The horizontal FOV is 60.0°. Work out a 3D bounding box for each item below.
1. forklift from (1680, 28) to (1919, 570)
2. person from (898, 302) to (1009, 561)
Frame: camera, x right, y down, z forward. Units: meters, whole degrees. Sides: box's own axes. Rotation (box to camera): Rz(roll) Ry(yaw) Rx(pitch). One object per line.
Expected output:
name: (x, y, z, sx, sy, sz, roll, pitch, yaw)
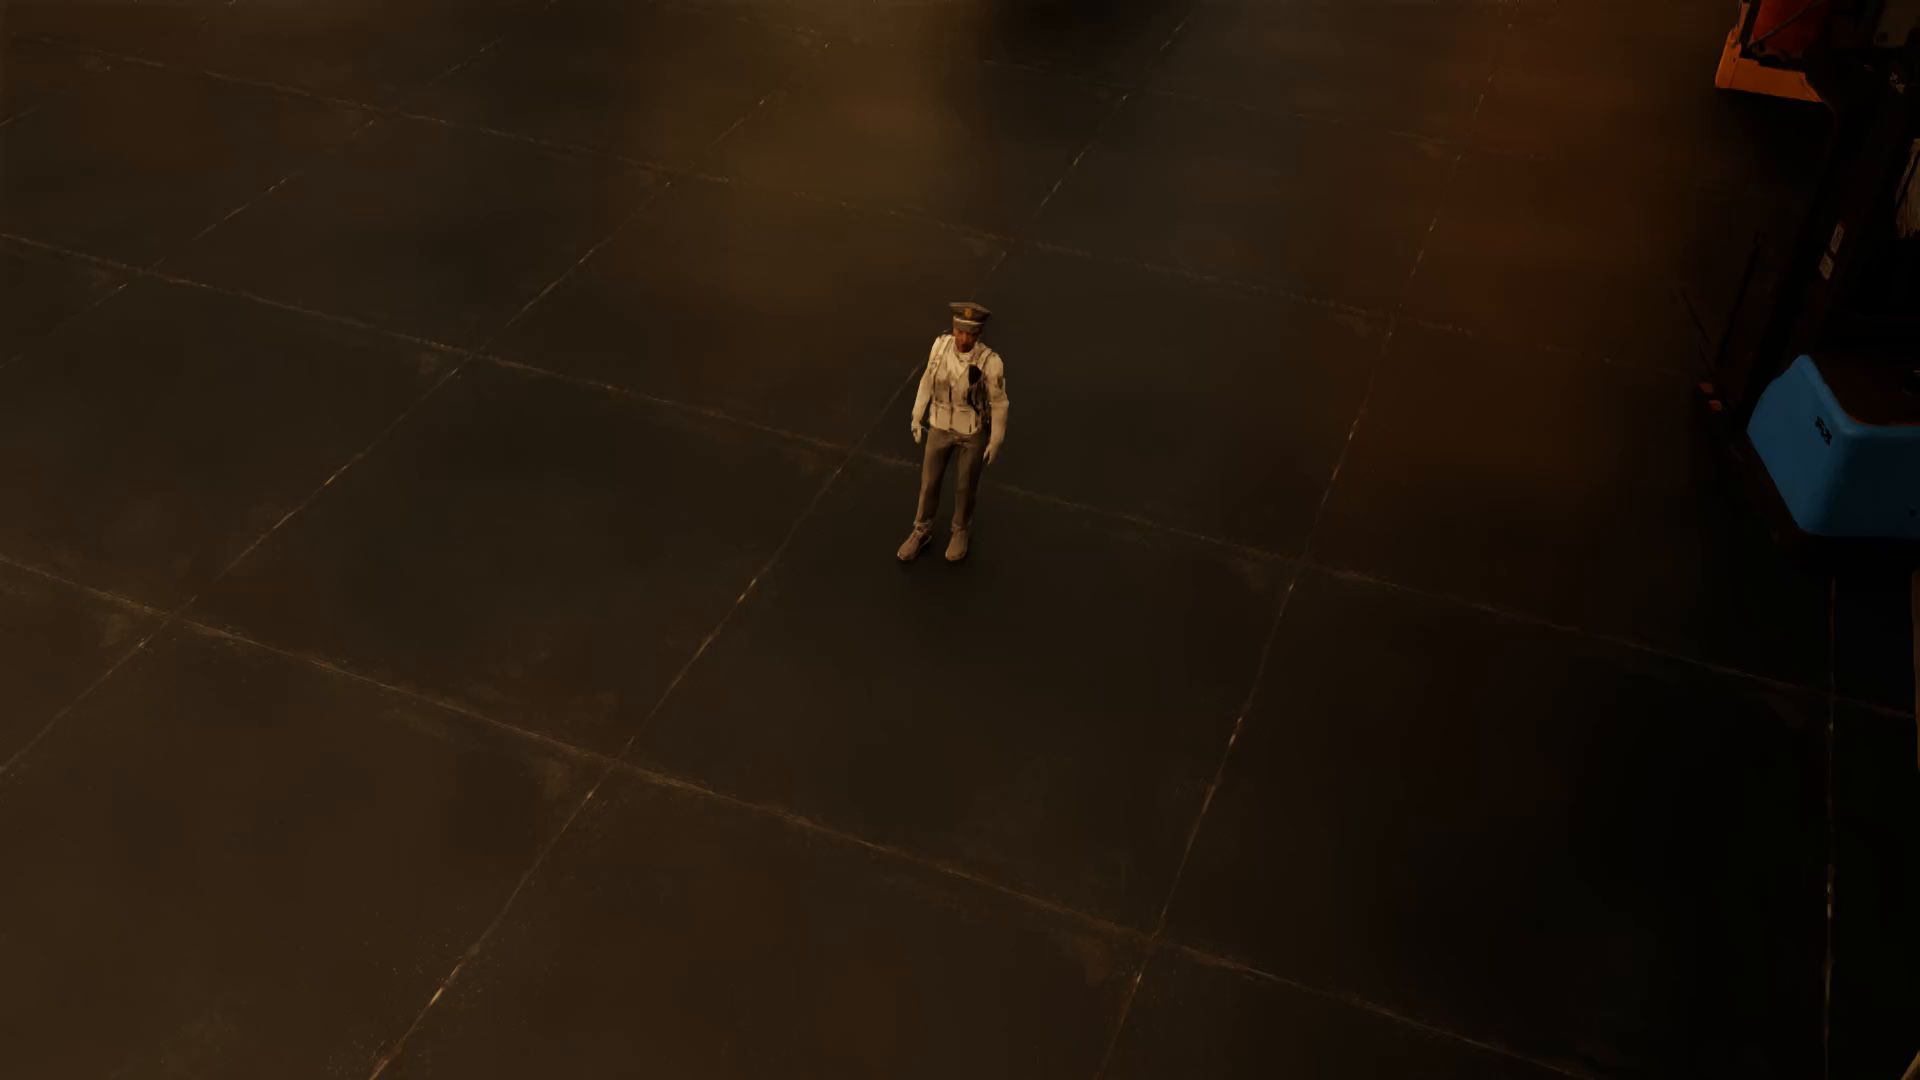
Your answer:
forklift: (5.559, -1.863, 10.232, 1.130, 2.935, 3.031, 2, 40, 2)
person: (-0.032, -0.617, 9.695, 0.586, 1.695, 0.533, 15, 42, 17)
